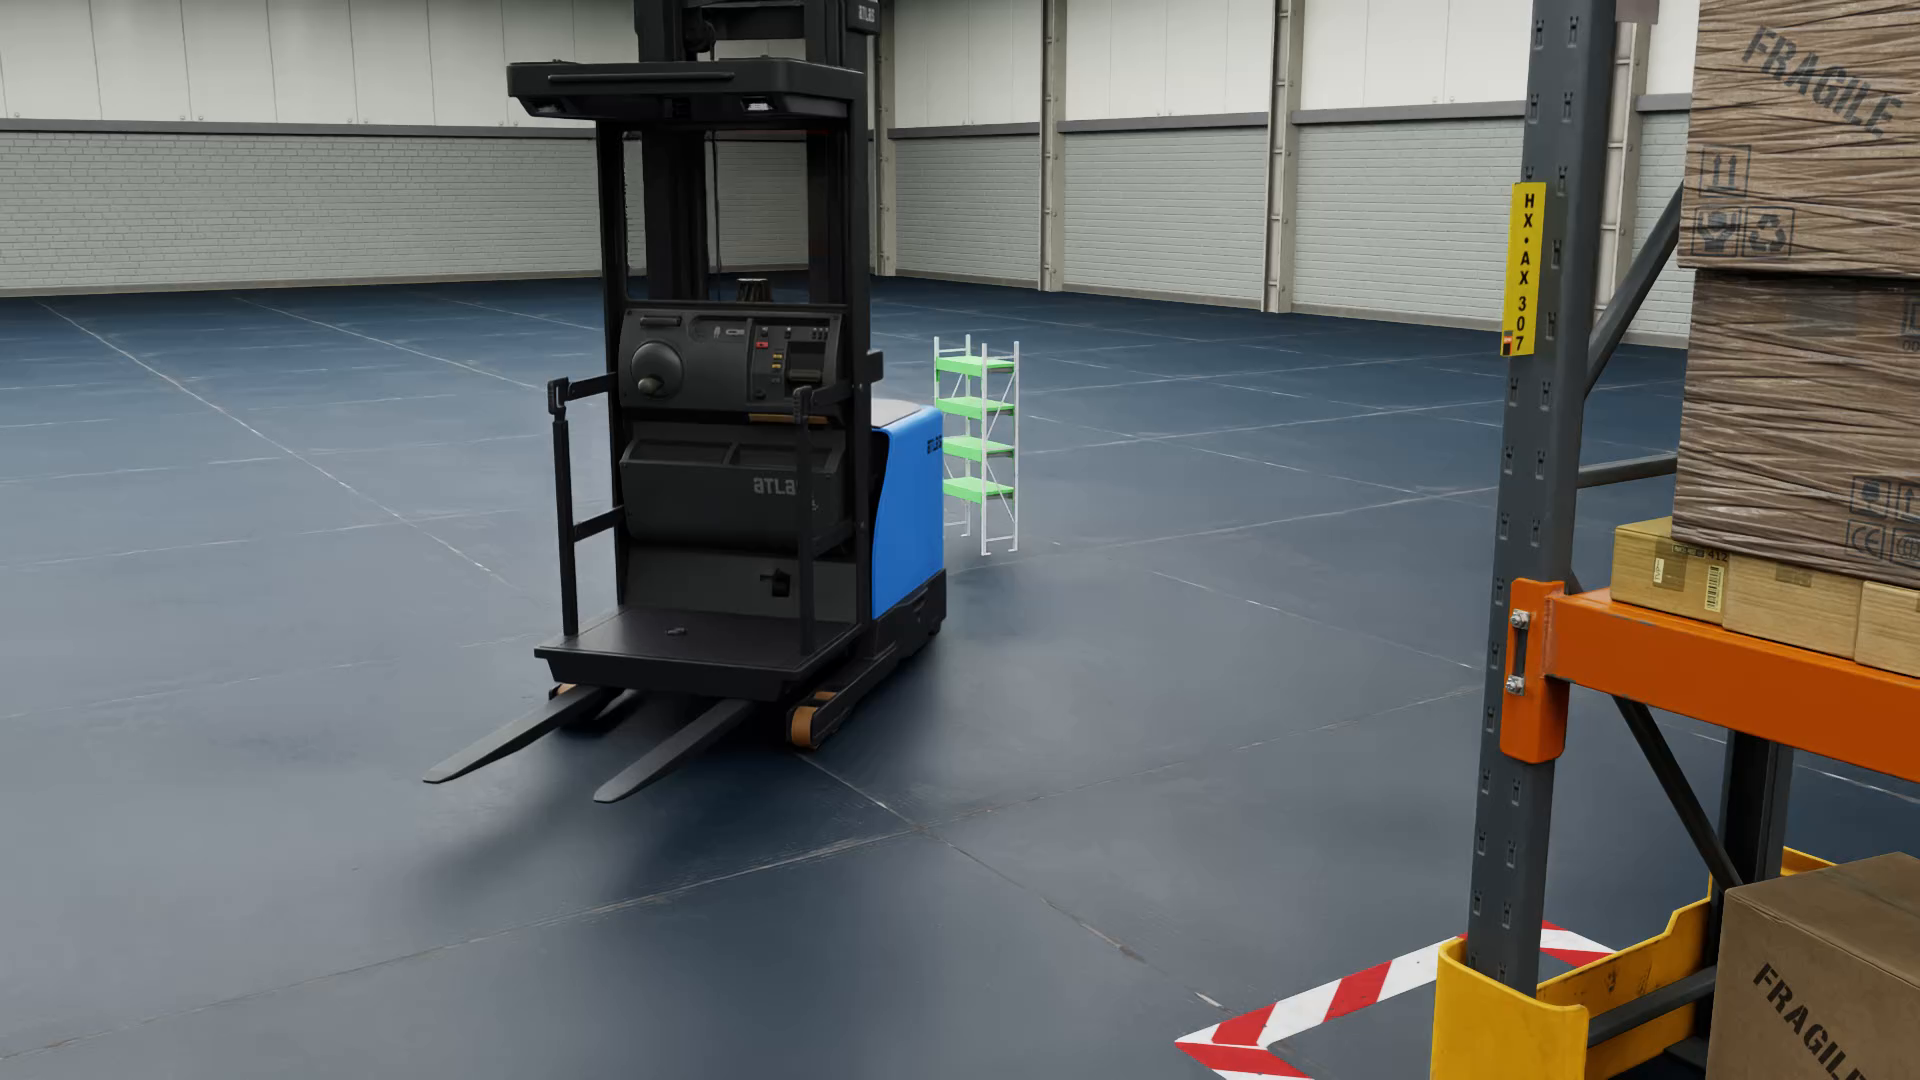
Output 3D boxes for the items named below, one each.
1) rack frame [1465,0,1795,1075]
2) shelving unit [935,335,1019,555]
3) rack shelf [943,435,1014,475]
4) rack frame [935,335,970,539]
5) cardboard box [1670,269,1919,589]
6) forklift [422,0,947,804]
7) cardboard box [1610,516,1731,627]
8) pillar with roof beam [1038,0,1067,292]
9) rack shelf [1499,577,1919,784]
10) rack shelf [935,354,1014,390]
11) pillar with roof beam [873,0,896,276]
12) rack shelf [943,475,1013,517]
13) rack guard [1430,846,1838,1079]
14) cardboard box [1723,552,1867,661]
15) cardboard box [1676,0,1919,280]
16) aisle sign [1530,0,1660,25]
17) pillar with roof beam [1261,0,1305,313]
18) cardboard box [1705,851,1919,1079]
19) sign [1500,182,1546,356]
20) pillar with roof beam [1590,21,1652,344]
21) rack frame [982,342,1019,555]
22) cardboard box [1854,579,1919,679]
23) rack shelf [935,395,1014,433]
[{"bbox_3d":[1.529,-0.157,3.560,1.000,3.000,0.127,-8,15,-33],"label":"rack frame"},{"bbox_3d":[0.092,-0.557,9.599,0.258,1.200,0.503,-8,15,-33],"label":"shelving unit"},{"bbox_3d":[0.092,-0.494,9.613,0.258,0.148,0.480,-8,15,-33],"label":"rack shelf"},{"bbox_3d":[-0.043,-0.600,9.797,0.240,1.200,0.015,-8,15,-33],"label":"rack frame"},{"bbox_3d":[1.811,-0.250,3.055,0.875,0.500,0.500,-8,15,-33],"label":"cardboard box"},{"bbox_3d":[-0.970,-0.736,6.368,1.130,2.935,3.031,4,13,16],"label":"forklift"},{"bbox_3d":[1.488,0.044,3.226,0.380,0.149,0.250,-8,15,-33],"label":"cardboard box"},{"bbox_3d":[-1.873,-8.584,28.049,9.100,9.000,0.400,-8,15,-33],"label":"pillar with roof beam"},{"bbox_3d":[2.637,0.550,2.010,1.077,0.370,4.000,-8,15,-33],"label":"rack shelf"},{"bbox_3d":[0.092,-0.963,9.510,0.258,0.148,0.480,-8,15,-33],"label":"rack shelf"},{"bbox_3d":[-5.198,-9.651,32.929,9.100,9.000,0.400,-8,15,-33],"label":"pillar with roof beam"},{"bbox_3d":[0.092,-0.260,9.664,0.258,0.148,0.480,-8,15,-33],"label":"rack shelf"},{"bbox_3d":[1.571,1.077,3.765,1.175,0.500,0.348,-8,15,-33],"label":"rack guard"},{"bbox_3d":[1.611,0.091,3.012,0.380,0.149,0.250,-8,15,-33],"label":"cardboard box"},{"bbox_3d":[1.607,-0.710,2.816,0.500,0.500,0.500,-8,15,-33],"label":"cardboard box"},{"bbox_3d":[1.245,-1.403,3.170,0.394,0.787,0.004,-8,15,-33],"label":"aisle sign"},{"bbox_3d":[1.451,-7.517,23.170,9.100,9.000,0.400,-8,15,-33],"label":"pillar with roof beam"},{"bbox_3d":[1.861,0.972,3.265,0.500,0.500,0.500,-5,13,-22],"label":"cardboard box"},{"bbox_3d":[1.077,-0.516,3.174,0.100,0.325,0.005,-8,15,-33],"label":"sign"},{"bbox_3d":[4.775,-6.449,18.290,9.100,9.000,0.400,-8,15,-33],"label":"pillar with roof beam"},{"bbox_3d":[0.227,-0.513,9.401,0.240,1.200,0.015,-8,15,-33],"label":"rack frame"},{"bbox_3d":[1.737,0.137,2.801,0.380,0.149,0.250,-8,15,-33],"label":"cardboard box"},{"bbox_3d":[0.092,-0.729,9.561,0.258,0.148,0.480,-8,15,-33],"label":"rack shelf"}]
